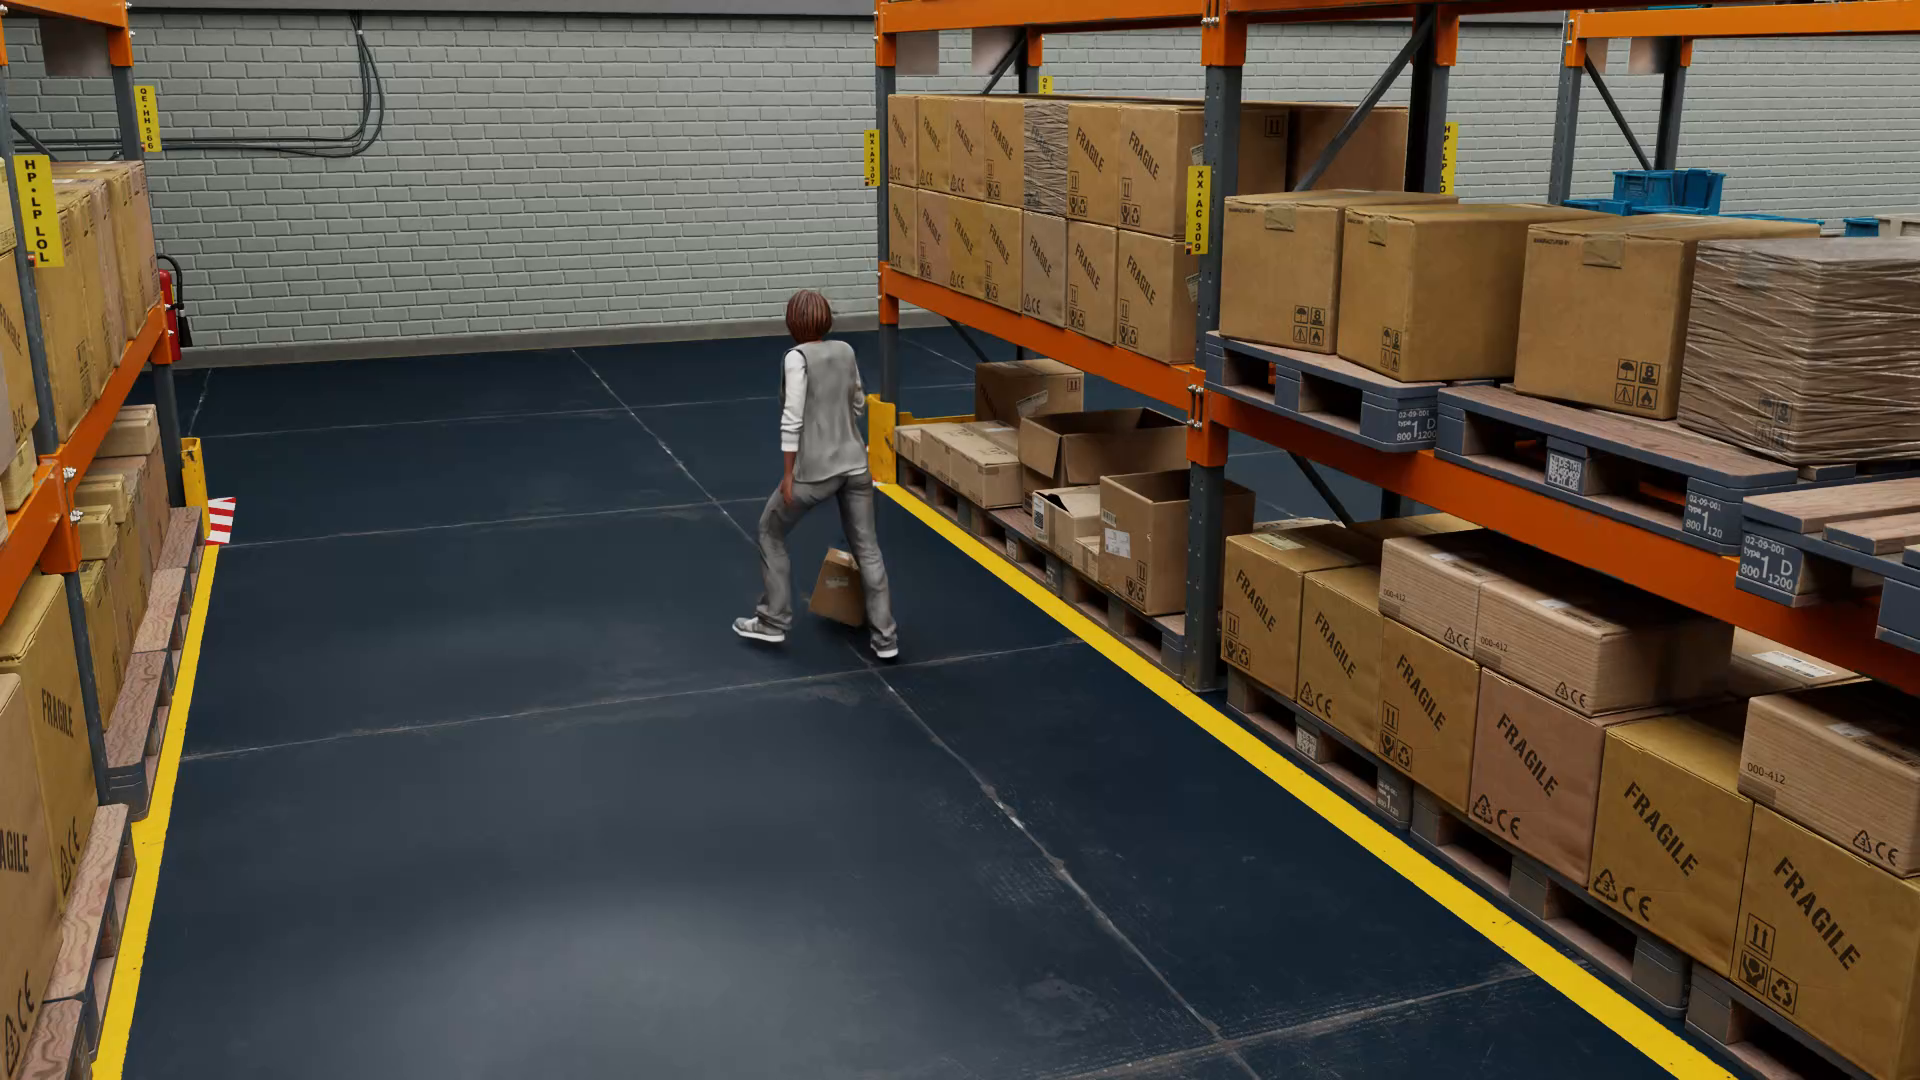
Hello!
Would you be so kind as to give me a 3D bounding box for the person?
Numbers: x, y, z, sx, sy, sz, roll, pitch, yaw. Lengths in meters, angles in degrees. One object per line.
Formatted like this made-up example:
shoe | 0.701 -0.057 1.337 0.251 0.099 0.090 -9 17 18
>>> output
person | -0.583 -0.277 7.070 0.559 1.547 0.709 -13 20 -37
